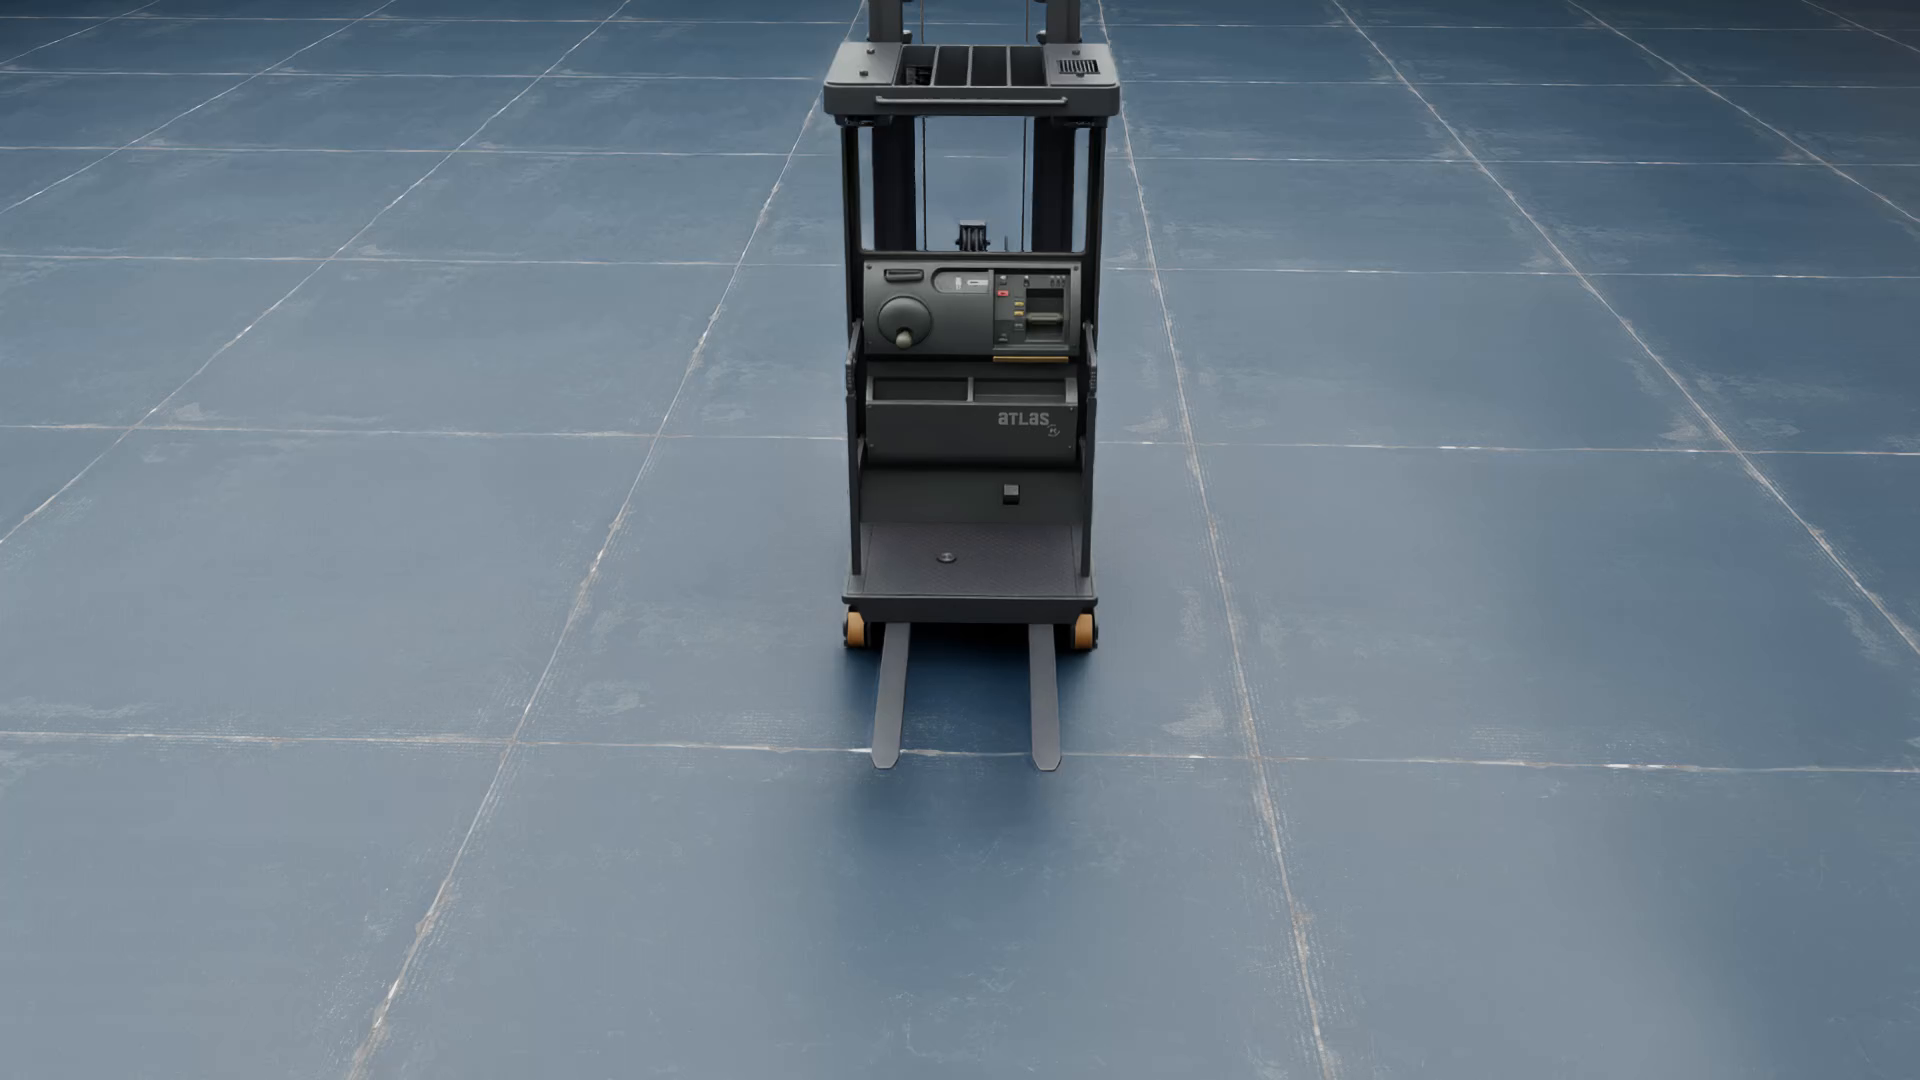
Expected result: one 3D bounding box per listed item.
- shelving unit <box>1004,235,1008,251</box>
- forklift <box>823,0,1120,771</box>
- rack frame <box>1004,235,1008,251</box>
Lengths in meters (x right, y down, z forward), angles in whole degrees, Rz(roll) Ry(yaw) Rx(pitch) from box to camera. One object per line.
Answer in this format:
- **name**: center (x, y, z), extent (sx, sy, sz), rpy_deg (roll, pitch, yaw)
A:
- **shelving unit**: center (0.248, -0.990, 8.830), extent (0.189, 1.200, 0.258), rpy_deg (21, 35, 38)
- **forklift**: center (0.050, -0.957, 6.926), extent (1.130, 2.935, 3.031), rpy_deg (1, 28, 1)
- **rack frame**: center (0.181, -1.016, 8.886), extent (0.006, 1.200, 0.240), rpy_deg (21, 35, 38)
